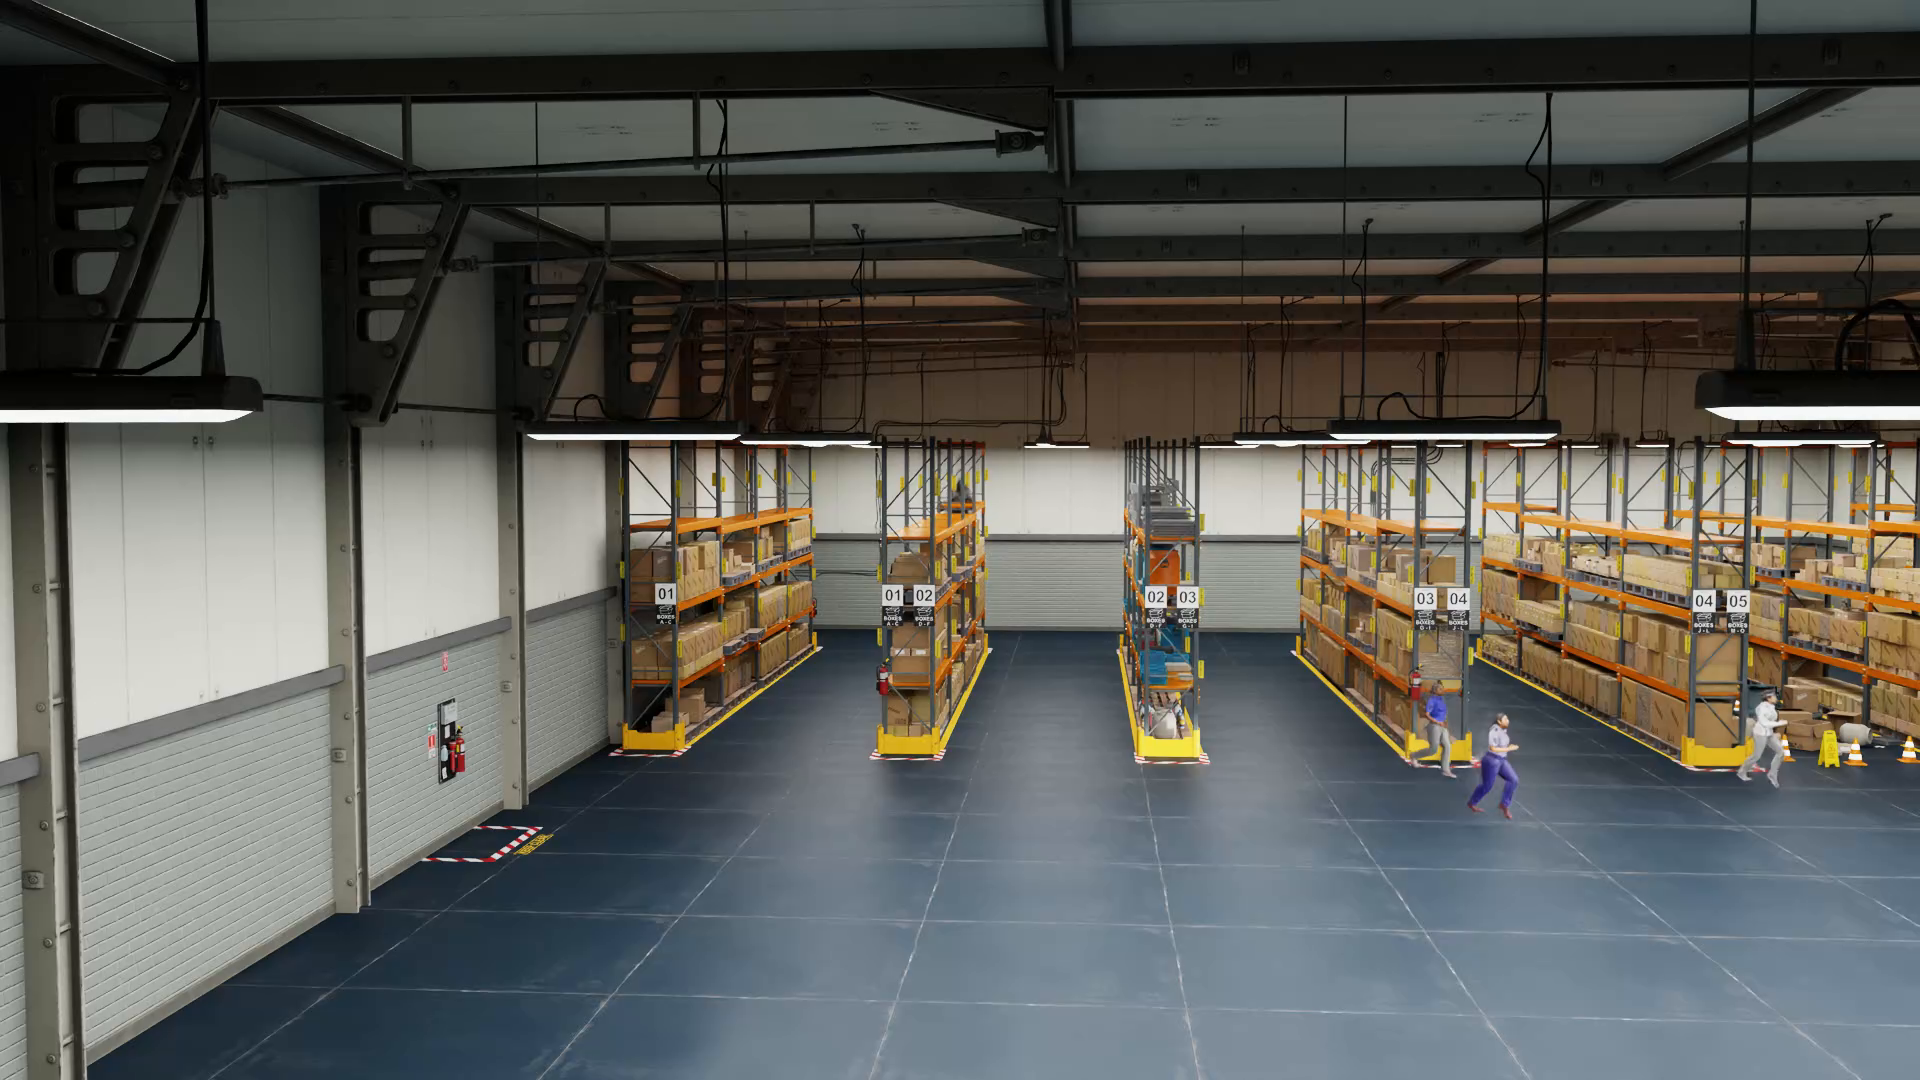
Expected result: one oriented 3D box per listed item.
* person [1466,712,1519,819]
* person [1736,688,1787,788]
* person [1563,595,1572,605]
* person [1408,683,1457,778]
[{"bbox_3d":[8.341,3.519,26.015,0.821,1.678,0.627,2,4,39],"label":"person"},{"bbox_3d":[13.716,3.365,28.423,0.814,1.708,0.638,3,4,43],"label":"person"},{"bbox_3d":[17.483,2.353,48.017,0.638,1.595,0.517,-1,3,-15],"label":"person"},{"bbox_3d":[8.397,3.343,29.367,0.883,1.642,0.609,3,4,41],"label":"person"}]
